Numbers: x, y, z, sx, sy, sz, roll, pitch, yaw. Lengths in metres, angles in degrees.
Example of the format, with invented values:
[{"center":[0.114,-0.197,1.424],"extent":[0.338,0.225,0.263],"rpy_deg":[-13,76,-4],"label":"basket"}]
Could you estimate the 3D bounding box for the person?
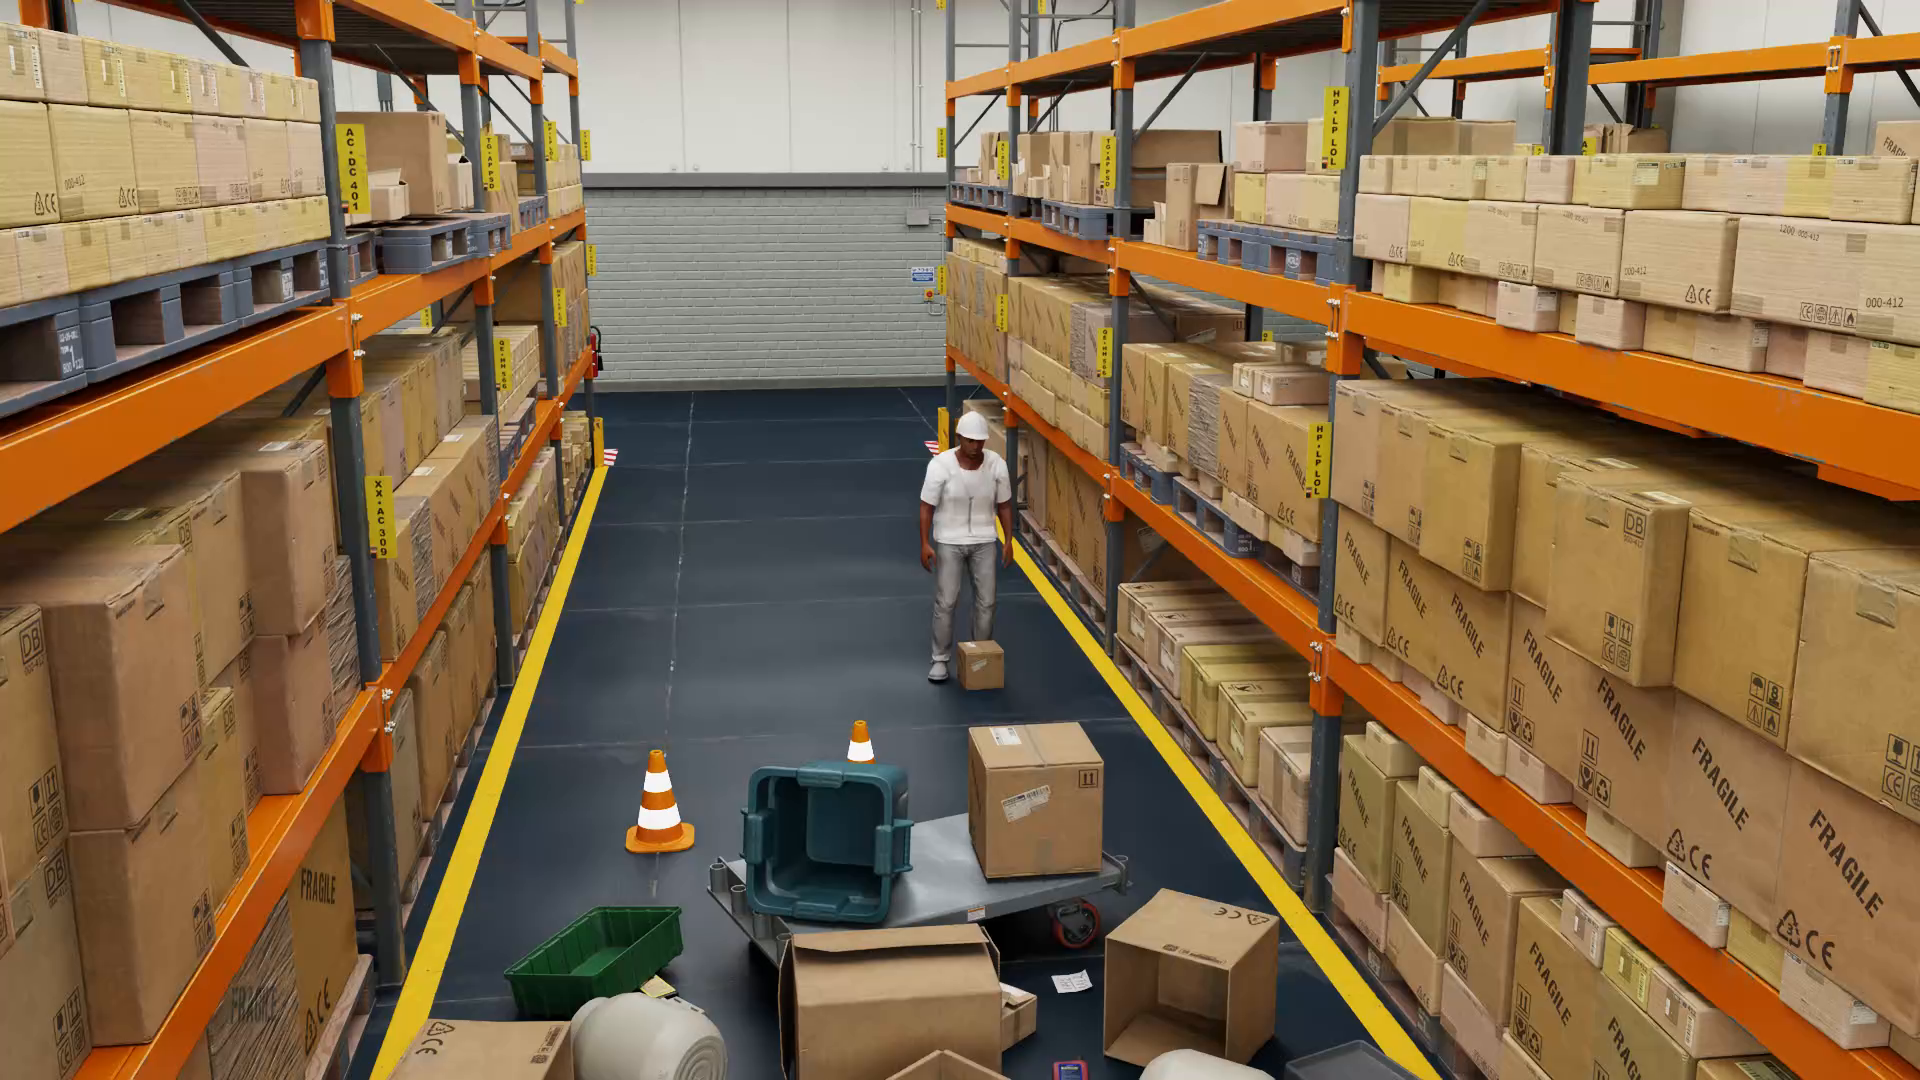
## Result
[{"center":[0.047,0.031,10.816],"extent":[0.627,1.757,0.461],"rpy_deg":[-3,13,-11],"label":"person"}]
